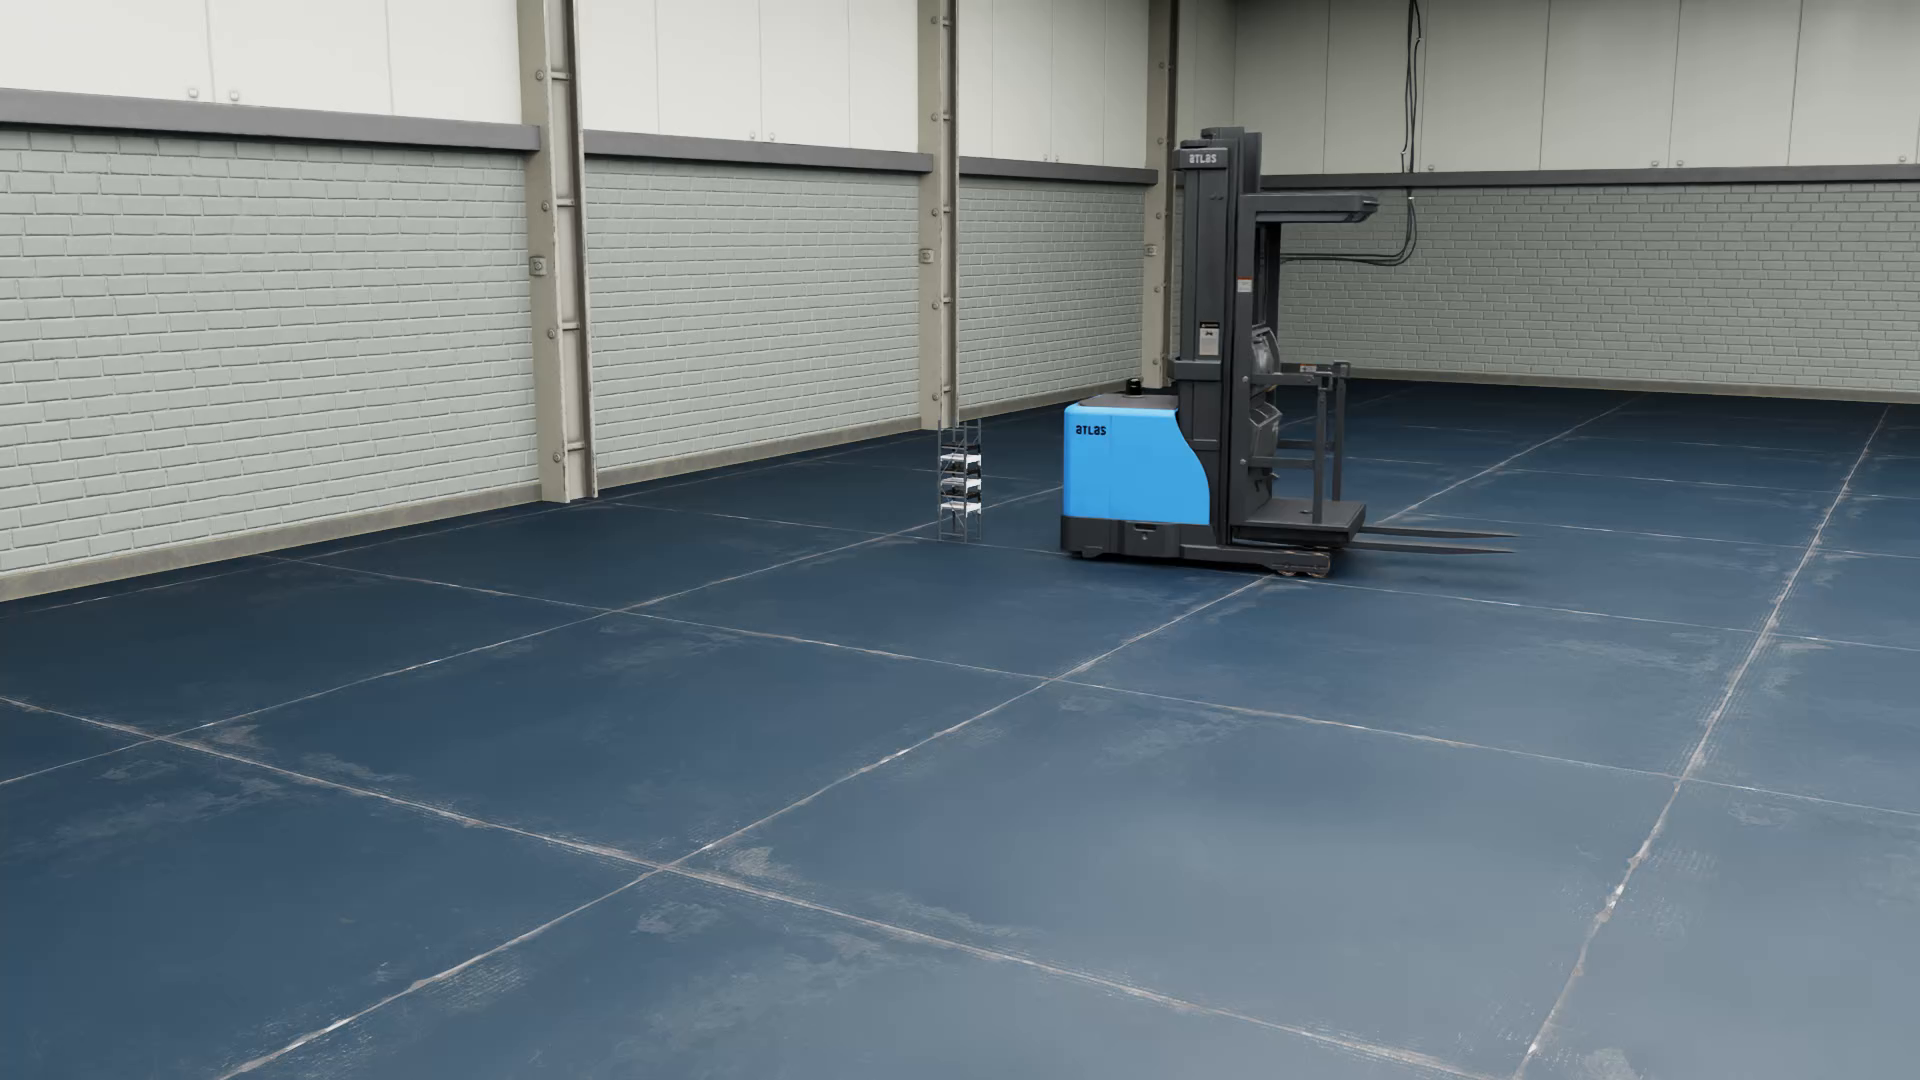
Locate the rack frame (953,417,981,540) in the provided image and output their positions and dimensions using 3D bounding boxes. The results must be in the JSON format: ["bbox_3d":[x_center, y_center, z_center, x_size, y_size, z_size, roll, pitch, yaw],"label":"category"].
[{"bbox_3d":[0.049,-0.457,12.364,0.240,0.900,0.006,6,12,31],"label":"rack frame"}]

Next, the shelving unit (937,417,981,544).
[{"bbox_3d":[-0.004,-0.441,12.279,0.258,0.900,0.210,6,12,31],"label":"shelving unit"}]

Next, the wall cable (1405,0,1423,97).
[{"bbox_3d":[7.844,-7.703,23.775,3.097,2.526,0.112,6,12,31],"label":"wall cable"}]

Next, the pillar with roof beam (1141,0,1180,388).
[{"bbox_3d":[6.552,-6.257,21.338,9.100,9.000,0.400,6,12,31],"label":"pillar with roof beam"}]

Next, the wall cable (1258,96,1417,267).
[{"bbox_3d":[5.532,-5.479,25.620,3.097,2.526,0.112,6,12,31],"label":"wall cable"}]

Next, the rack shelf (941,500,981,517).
[{"bbox_3d":[-0.004,-0.231,12.318,0.258,0.077,0.200,6,12,31],"label":"rack shelf"}]

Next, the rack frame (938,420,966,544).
[{"bbox_3d":[-0.057,-0.425,12.194,0.240,0.900,0.006,6,12,31],"label":"rack frame"}]

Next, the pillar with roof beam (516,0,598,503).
[{"bbox_3d":[0.321,-4.370,11.257,9.100,9.000,0.400,6,12,31],"label":"pillar with roof beam"}]

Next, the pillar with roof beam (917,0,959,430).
[{"bbox_3d":[3.436,-5.314,16.297,9.100,9.000,0.400,6,12,31],"label":"pillar with roof beam"}]

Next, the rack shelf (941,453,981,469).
[{"bbox_3d":[-0.004,-0.585,12.252,0.258,0.077,0.200,6,12,31],"label":"rack shelf"}]

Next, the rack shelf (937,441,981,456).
[{"bbox_3d":[-0.004,-0.674,12.236,0.258,0.077,0.200,6,12,31],"label":"rack shelf"}]

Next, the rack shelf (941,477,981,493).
[{"bbox_3d":[-0.004,-0.408,12.285,0.258,0.077,0.200,6,12,31],"label":"rack shelf"}]

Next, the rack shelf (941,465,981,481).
[{"bbox_3d":[-0.004,-0.497,12.269,0.258,0.077,0.200,6,12,31],"label":"rack shelf"}]

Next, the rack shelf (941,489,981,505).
[{"bbox_3d":[-0.004,-0.320,12.302,0.258,0.077,0.200,6,12,31],"label":"rack shelf"}]

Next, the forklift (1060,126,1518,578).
[{"bbox_3d":[2.279,-1.299,11.342,3.031,2.935,1.130,4,11,19],"label":"forklift"}]
